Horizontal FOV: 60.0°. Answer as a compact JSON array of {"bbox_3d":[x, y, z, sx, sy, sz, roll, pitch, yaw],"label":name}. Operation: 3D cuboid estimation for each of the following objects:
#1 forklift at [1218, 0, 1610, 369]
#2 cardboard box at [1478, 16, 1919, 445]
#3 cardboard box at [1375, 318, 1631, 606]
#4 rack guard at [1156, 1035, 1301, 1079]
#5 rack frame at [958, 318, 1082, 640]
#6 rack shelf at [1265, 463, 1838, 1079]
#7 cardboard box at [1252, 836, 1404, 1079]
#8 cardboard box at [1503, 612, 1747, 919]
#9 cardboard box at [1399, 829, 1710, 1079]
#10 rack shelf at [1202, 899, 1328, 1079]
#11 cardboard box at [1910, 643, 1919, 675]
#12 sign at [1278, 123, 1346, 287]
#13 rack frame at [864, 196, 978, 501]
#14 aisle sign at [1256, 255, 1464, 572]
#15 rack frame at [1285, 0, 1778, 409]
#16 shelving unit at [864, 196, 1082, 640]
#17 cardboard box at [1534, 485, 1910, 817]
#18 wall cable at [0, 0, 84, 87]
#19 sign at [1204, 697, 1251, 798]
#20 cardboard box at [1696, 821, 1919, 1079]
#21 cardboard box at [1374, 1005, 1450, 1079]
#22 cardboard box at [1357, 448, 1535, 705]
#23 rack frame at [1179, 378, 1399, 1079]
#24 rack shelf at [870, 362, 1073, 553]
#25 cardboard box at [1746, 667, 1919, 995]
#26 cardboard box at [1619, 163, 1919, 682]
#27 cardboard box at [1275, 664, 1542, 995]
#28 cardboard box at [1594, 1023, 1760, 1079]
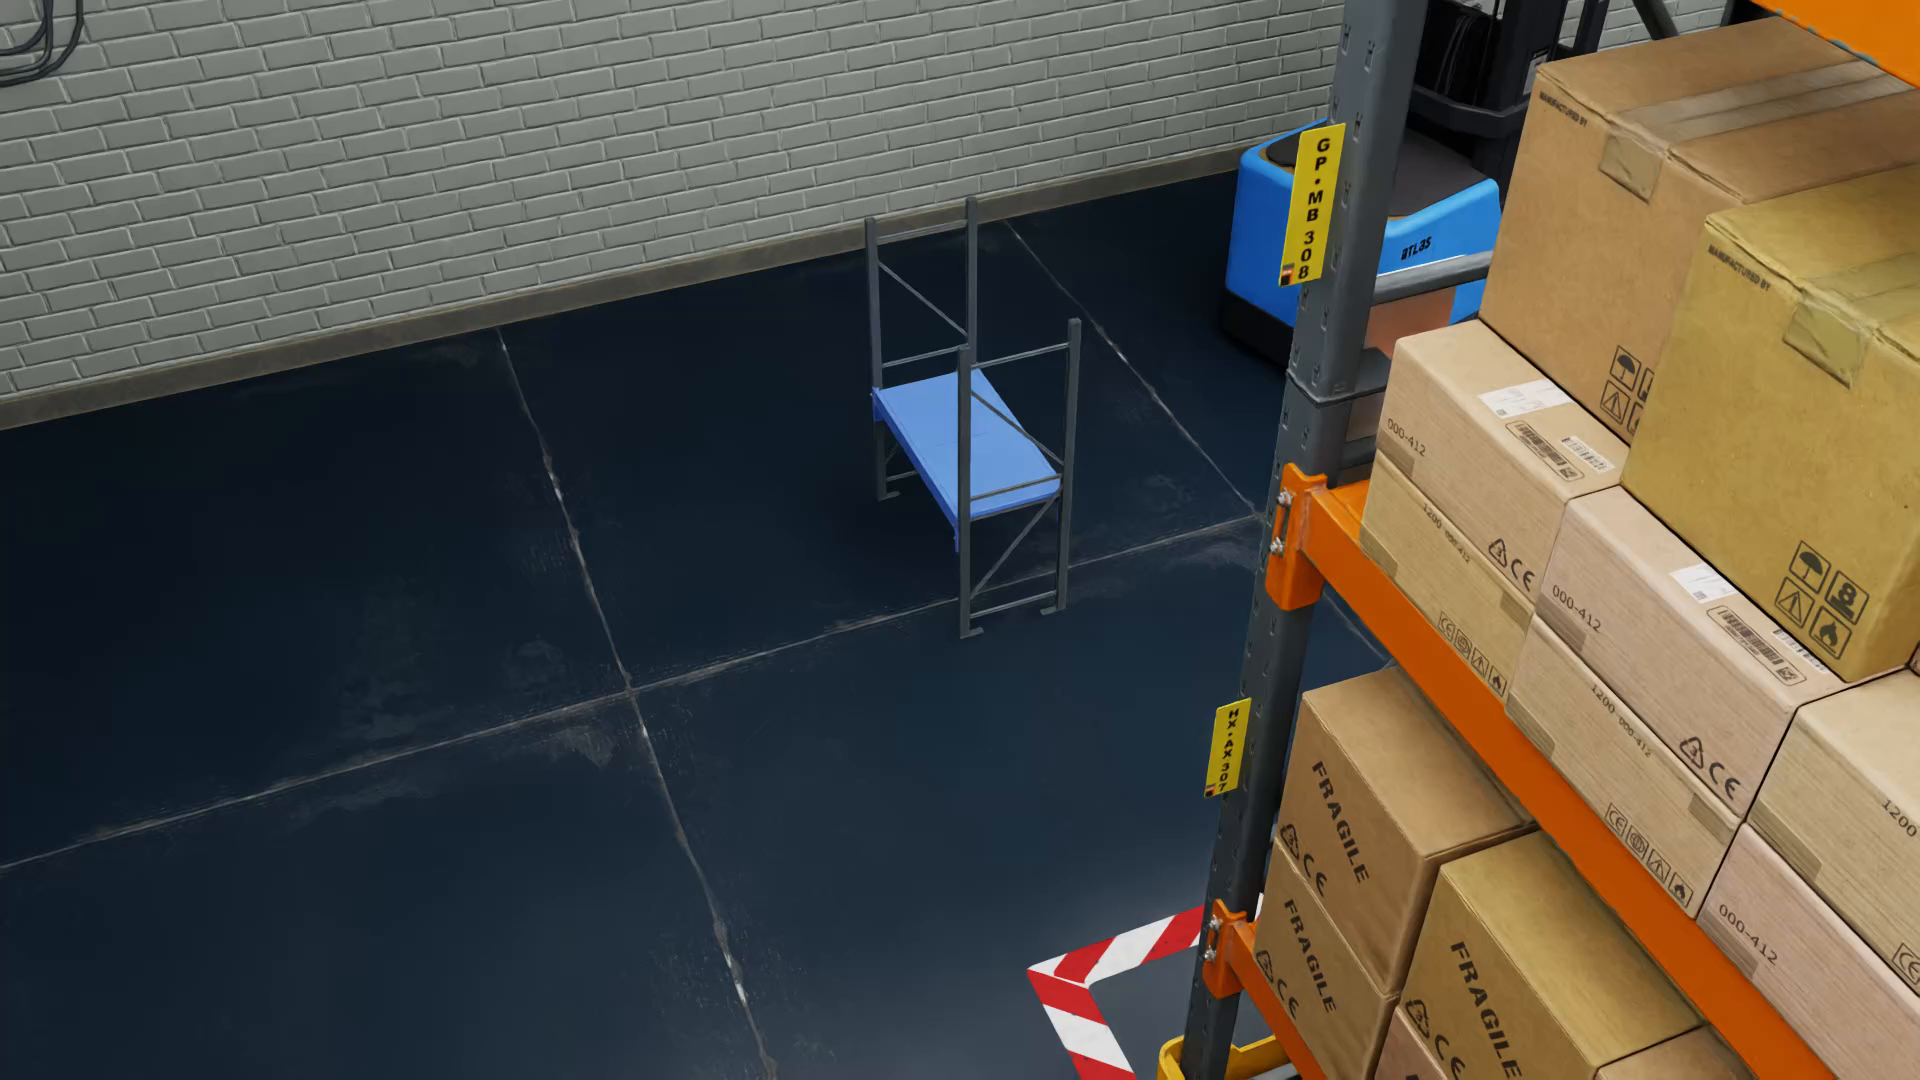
[{"bbox_3d":[2.852,-2.576,8.416,3.031,2.935,1.130,-27,48,-28],"label":"forklift"},{"bbox_3d":[1.376,-0.541,2.853,0.700,0.500,0.500,-15,43,-17],"label":"cardboard box"},{"bbox_3d":[1.120,-0.187,3.017,0.500,0.250,0.500,-15,43,-17],"label":"cardboard box"},{"bbox_3d":[1.193,1.702,5.306,1.175,0.500,0.348,-15,43,-17],"label":"rack guard"},{"bbox_3d":[0.227,-0.211,6.764,0.500,1.500,0.032,-15,43,-17],"label":"rack frame"},{"bbox_3d":[1.929,1.048,2.400,1.077,0.370,4.000,-15,43,-17],"label":"rack shelf"},{"bbox_3d":[1.090,1.003,4.125,0.500,0.500,0.500,-14,43,-16],"label":"cardboard box"},{"bbox_3d":[1.305,0.305,2.828,0.500,0.250,0.500,-15,43,-17],"label":"cardboard box"},{"bbox_3d":[1.297,0.937,3.435,0.500,0.500,0.500,-15,43,-16],"label":"cardboard box"},{"bbox_3d":[1.929,2.186,3.378,1.077,0.370,4.000,-15,43,-17],"label":"rack shelf"},{"bbox_3d":[1.779,0.056,2.159,0.700,0.500,0.500,-15,43,-17],"label":"cardboard box"},{"bbox_3d":[0.663,-0.625,3.124,0.100,0.325,0.005,-15,43,-17],"label":"sign"},{"bbox_3d":[-0.162,-0.824,7.476,0.500,1.500,0.032,-15,43,-17],"label":"rack frame"},{"bbox_3d":[0.867,-0.245,3.660,0.394,0.787,0.004,-15,43,-17],"label":"aisle sign"},{"bbox_3d":[1.164,-1.567,2.589,1.000,3.000,0.127,-15,43,-17],"label":"rack frame"},{"bbox_3d":[0.033,-0.517,7.120,0.538,1.500,1.048,-15,43,-17],"label":"shelving unit"},{"bbox_3d":[1.305,0.115,2.665,0.500,0.250,0.500,-15,43,-17],"label":"cardboard box"},{"bbox_3d":[-5.245,-2.647,6.227,3.097,2.526,0.112,-15,43,-17],"label":"wall cable"},{"bbox_3d":[0.663,0.515,4.105,0.100,0.325,0.005,-15,43,-17],"label":"sign"},{"bbox_3d":[1.498,0.606,2.478,0.500,0.250,0.500,-15,43,-17],"label":"cardboard box"},{"bbox_3d":[1.292,1.313,3.765,0.500,0.500,0.500,-16,43,-17],"label":"cardboard box"},{"bbox_3d":[1.126,0.001,3.182,0.500,0.250,0.500,-15,43,-17],"label":"cardboard box"},{"bbox_3d":[1.164,0.708,4.545,1.000,3.000,0.127,-15,43,-17],"label":"rack frame"},{"bbox_3d":[0.033,-0.381,7.237,0.538,0.185,1.000,-15,43,-17],"label":"rack shelf"},{"bbox_3d":[1.502,0.415,2.316,0.500,0.250,0.500,-15,43,-17],"label":"cardboard box"},{"bbox_3d":[1.489,-0.219,2.478,0.700,0.500,0.500,-15,43,-17],"label":"cardboard box"},{"bbox_3d":[1.090,0.624,3.799,0.500,0.500,0.500,-14,43,-16],"label":"cardboard box"},{"bbox_3d":[1.484,1.240,3.083,0.500,0.500,0.500,-15,43,-16],"label":"cardboard box"}]
